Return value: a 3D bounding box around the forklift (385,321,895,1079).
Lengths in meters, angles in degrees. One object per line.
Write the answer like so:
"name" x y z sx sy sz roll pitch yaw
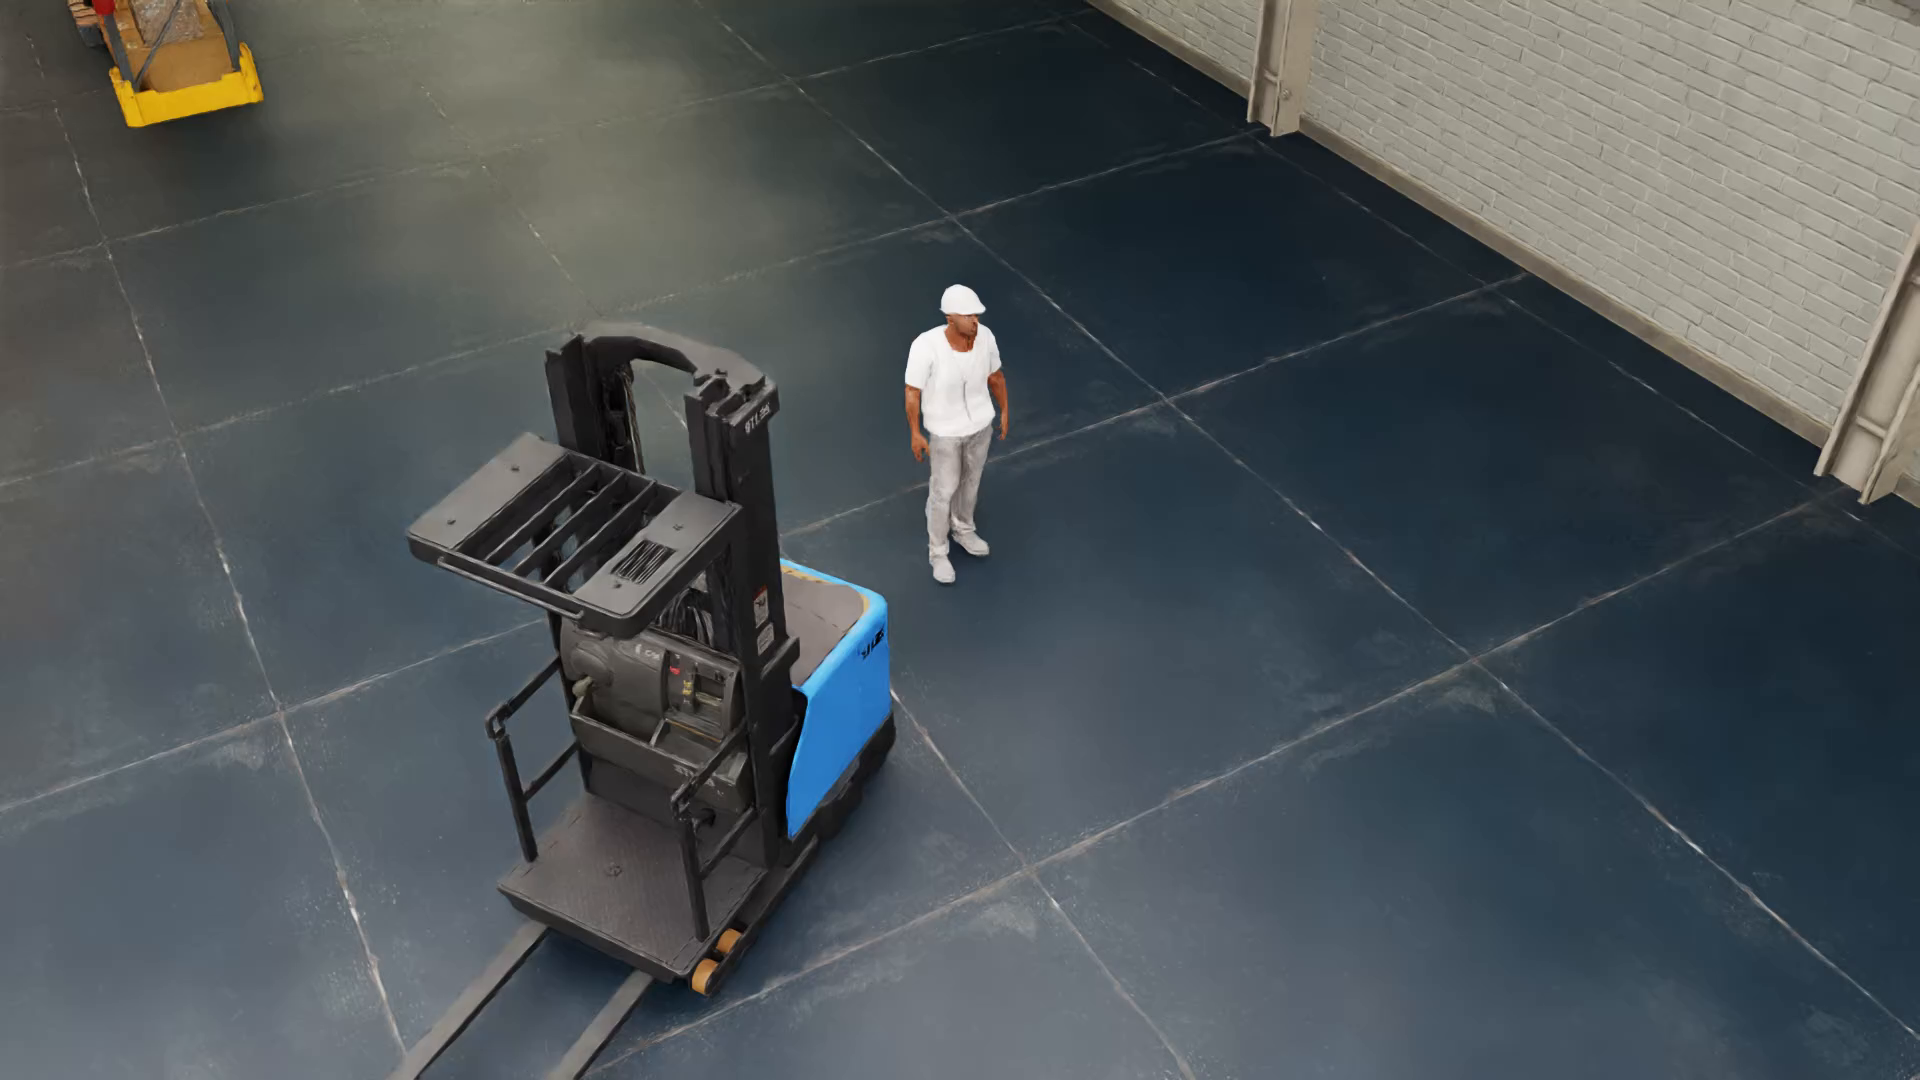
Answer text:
"forklift" -1.484 0.664 7.236 1.130 2.935 3.031 19 43 21

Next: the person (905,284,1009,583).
"person" 0.030 -0.645 9.715 0.665 1.766 0.576 -20 44 -23
